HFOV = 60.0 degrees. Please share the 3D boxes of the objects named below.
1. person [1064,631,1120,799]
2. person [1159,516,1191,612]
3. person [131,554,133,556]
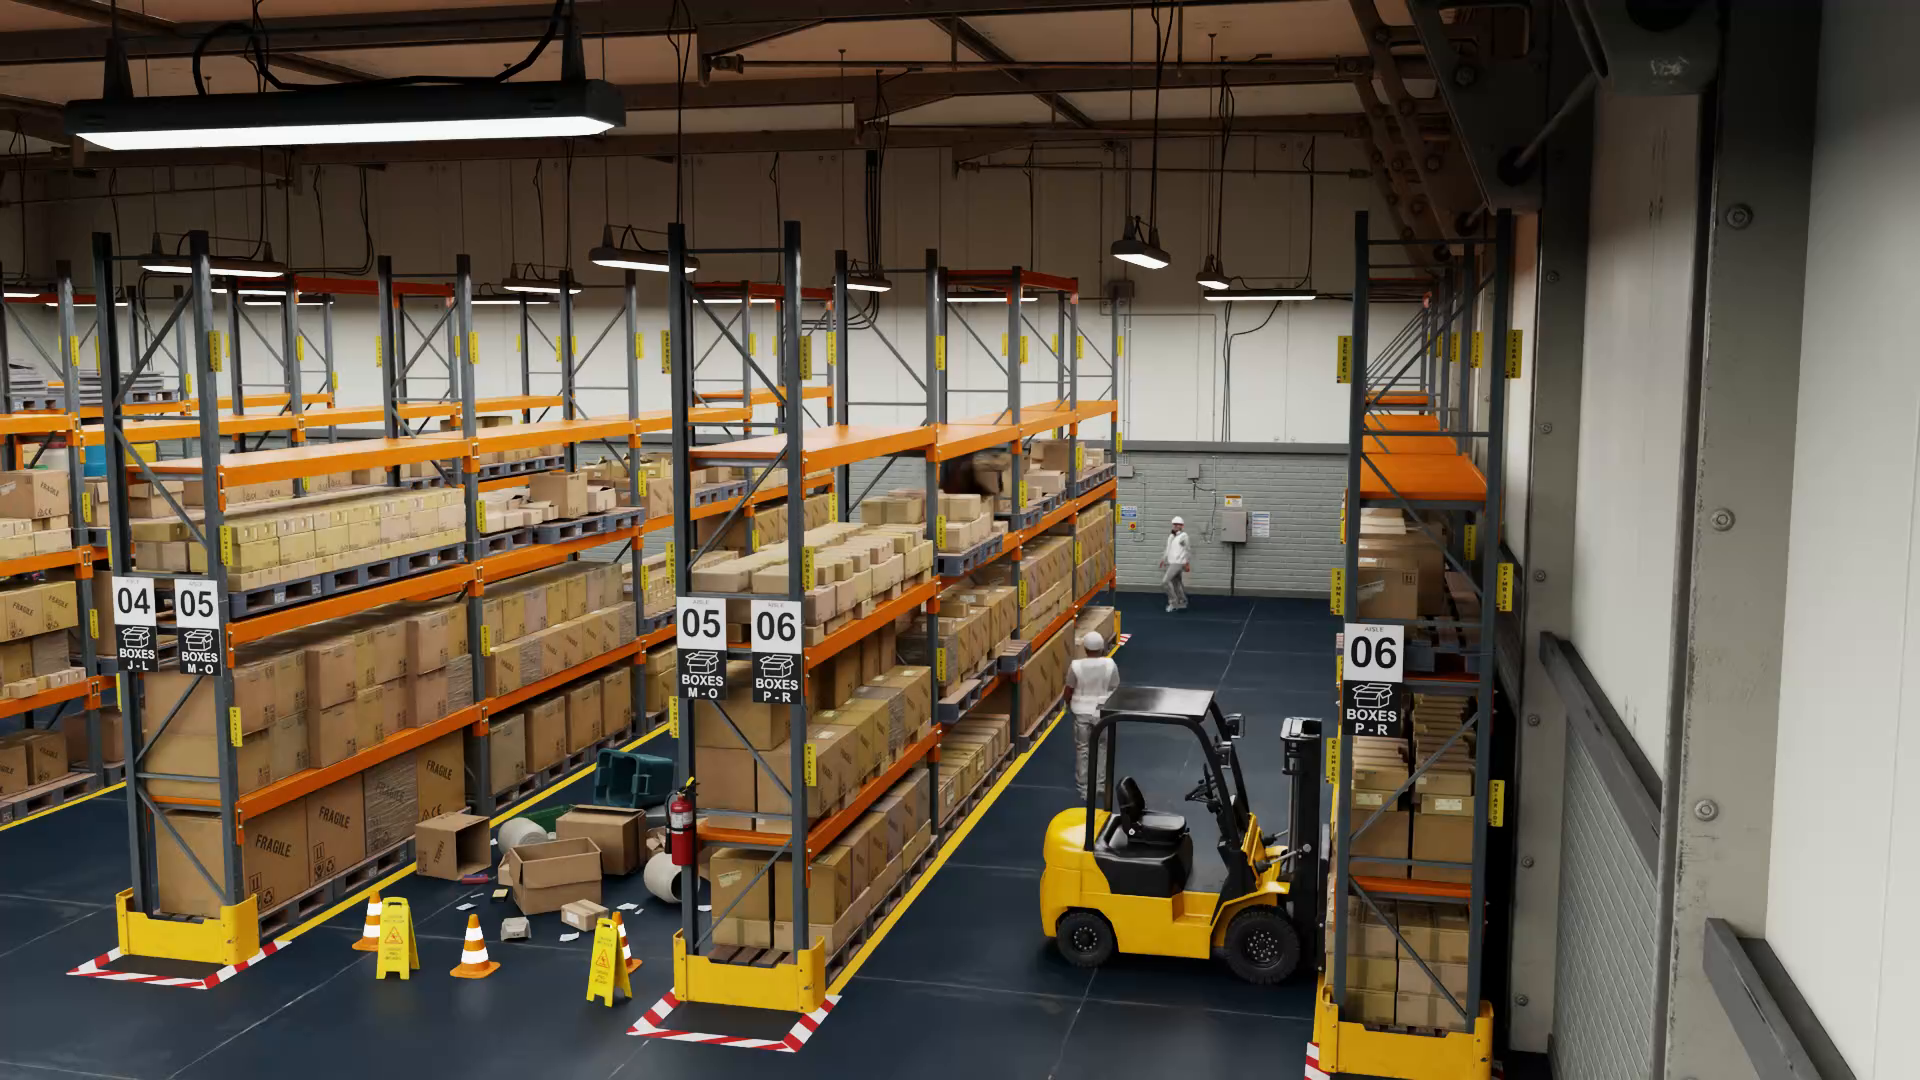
[{"bbox_3d":[1.393,1.872,17.597,0.608,1.872,0.582,1,7,9],"label":"person"},{"bbox_3d":[4.064,0.451,31.479,0.569,1.806,0.479,-1,7,-6],"label":"person"},{"bbox_3d":[-15.854,0.516,31.365,0.403,1.609,1.022,1,7,8],"label":"person"}]
